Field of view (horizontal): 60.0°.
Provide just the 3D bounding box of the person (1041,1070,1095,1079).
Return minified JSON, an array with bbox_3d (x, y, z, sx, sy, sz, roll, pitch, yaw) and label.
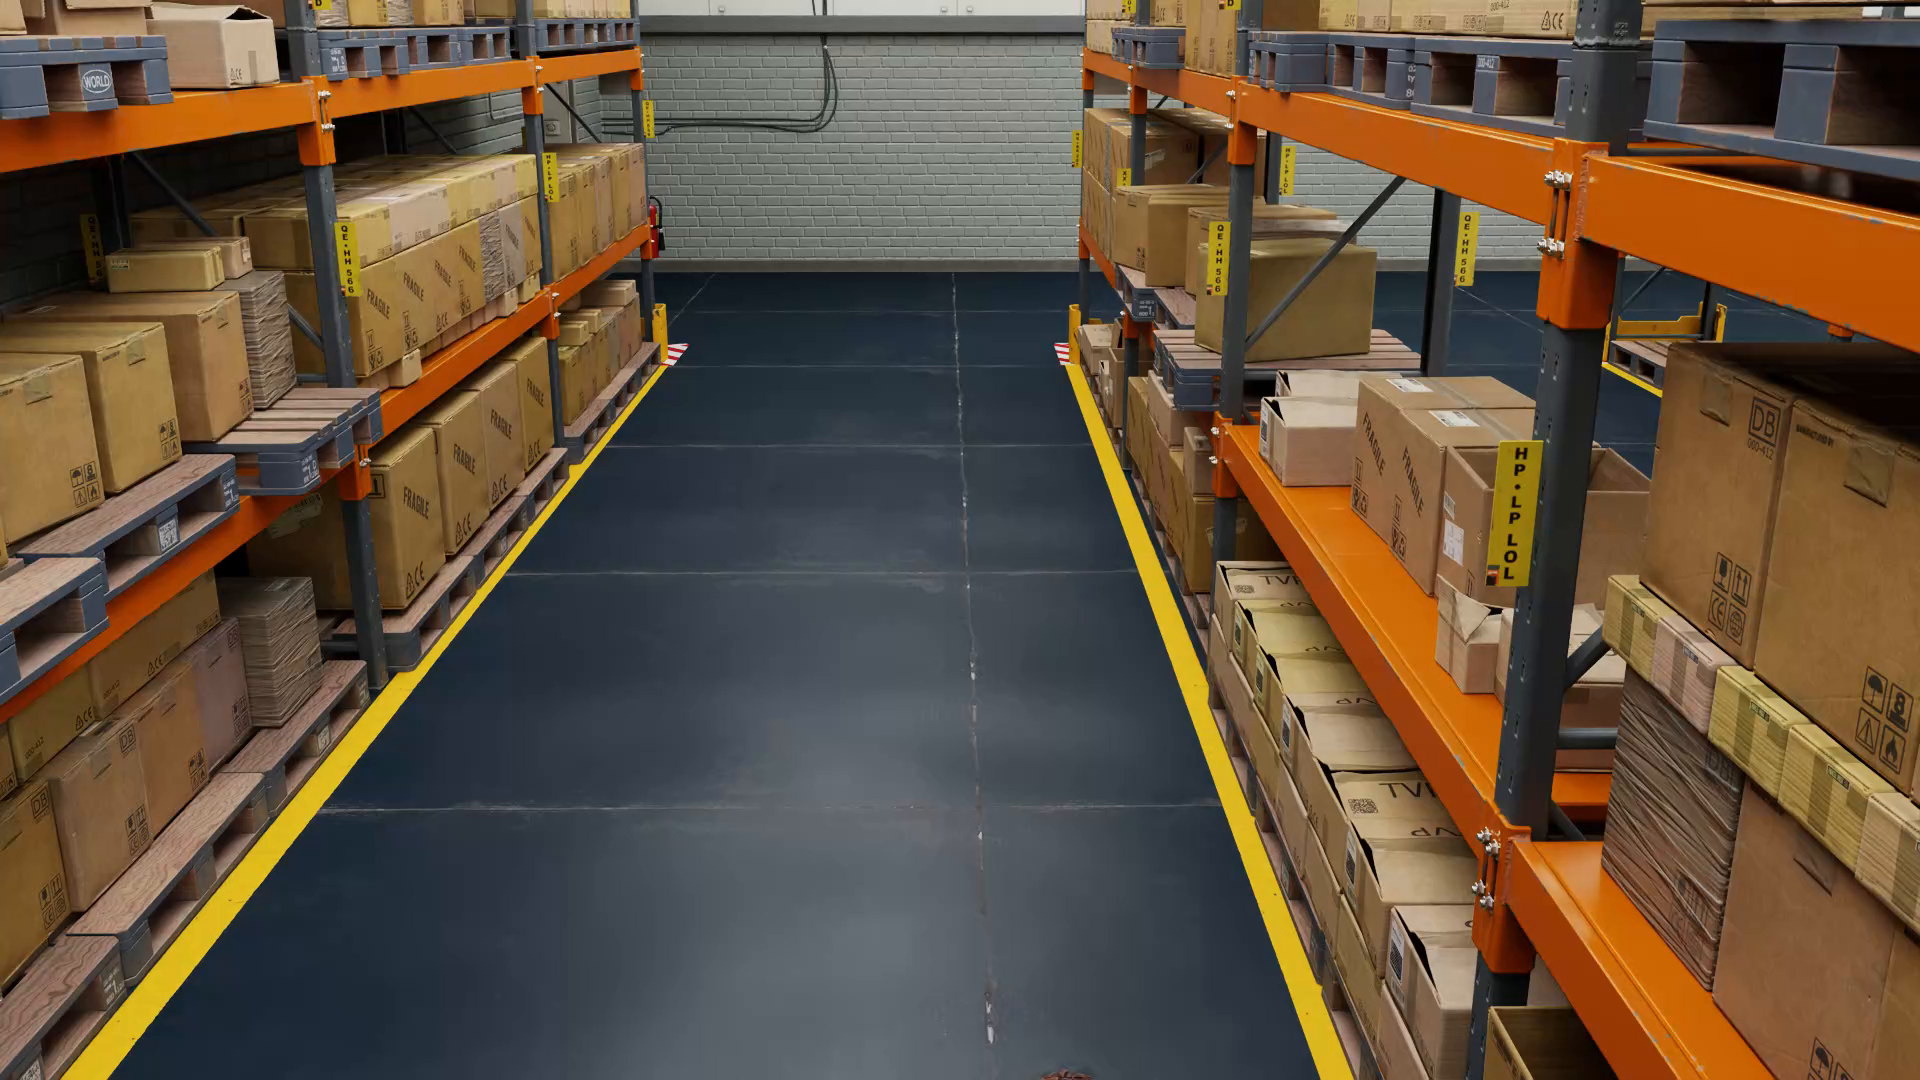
[{"bbox_3d":[0.180,1.547,2.606,0.405,1.535,0.957,-1,17,-2],"label":"person"}]
